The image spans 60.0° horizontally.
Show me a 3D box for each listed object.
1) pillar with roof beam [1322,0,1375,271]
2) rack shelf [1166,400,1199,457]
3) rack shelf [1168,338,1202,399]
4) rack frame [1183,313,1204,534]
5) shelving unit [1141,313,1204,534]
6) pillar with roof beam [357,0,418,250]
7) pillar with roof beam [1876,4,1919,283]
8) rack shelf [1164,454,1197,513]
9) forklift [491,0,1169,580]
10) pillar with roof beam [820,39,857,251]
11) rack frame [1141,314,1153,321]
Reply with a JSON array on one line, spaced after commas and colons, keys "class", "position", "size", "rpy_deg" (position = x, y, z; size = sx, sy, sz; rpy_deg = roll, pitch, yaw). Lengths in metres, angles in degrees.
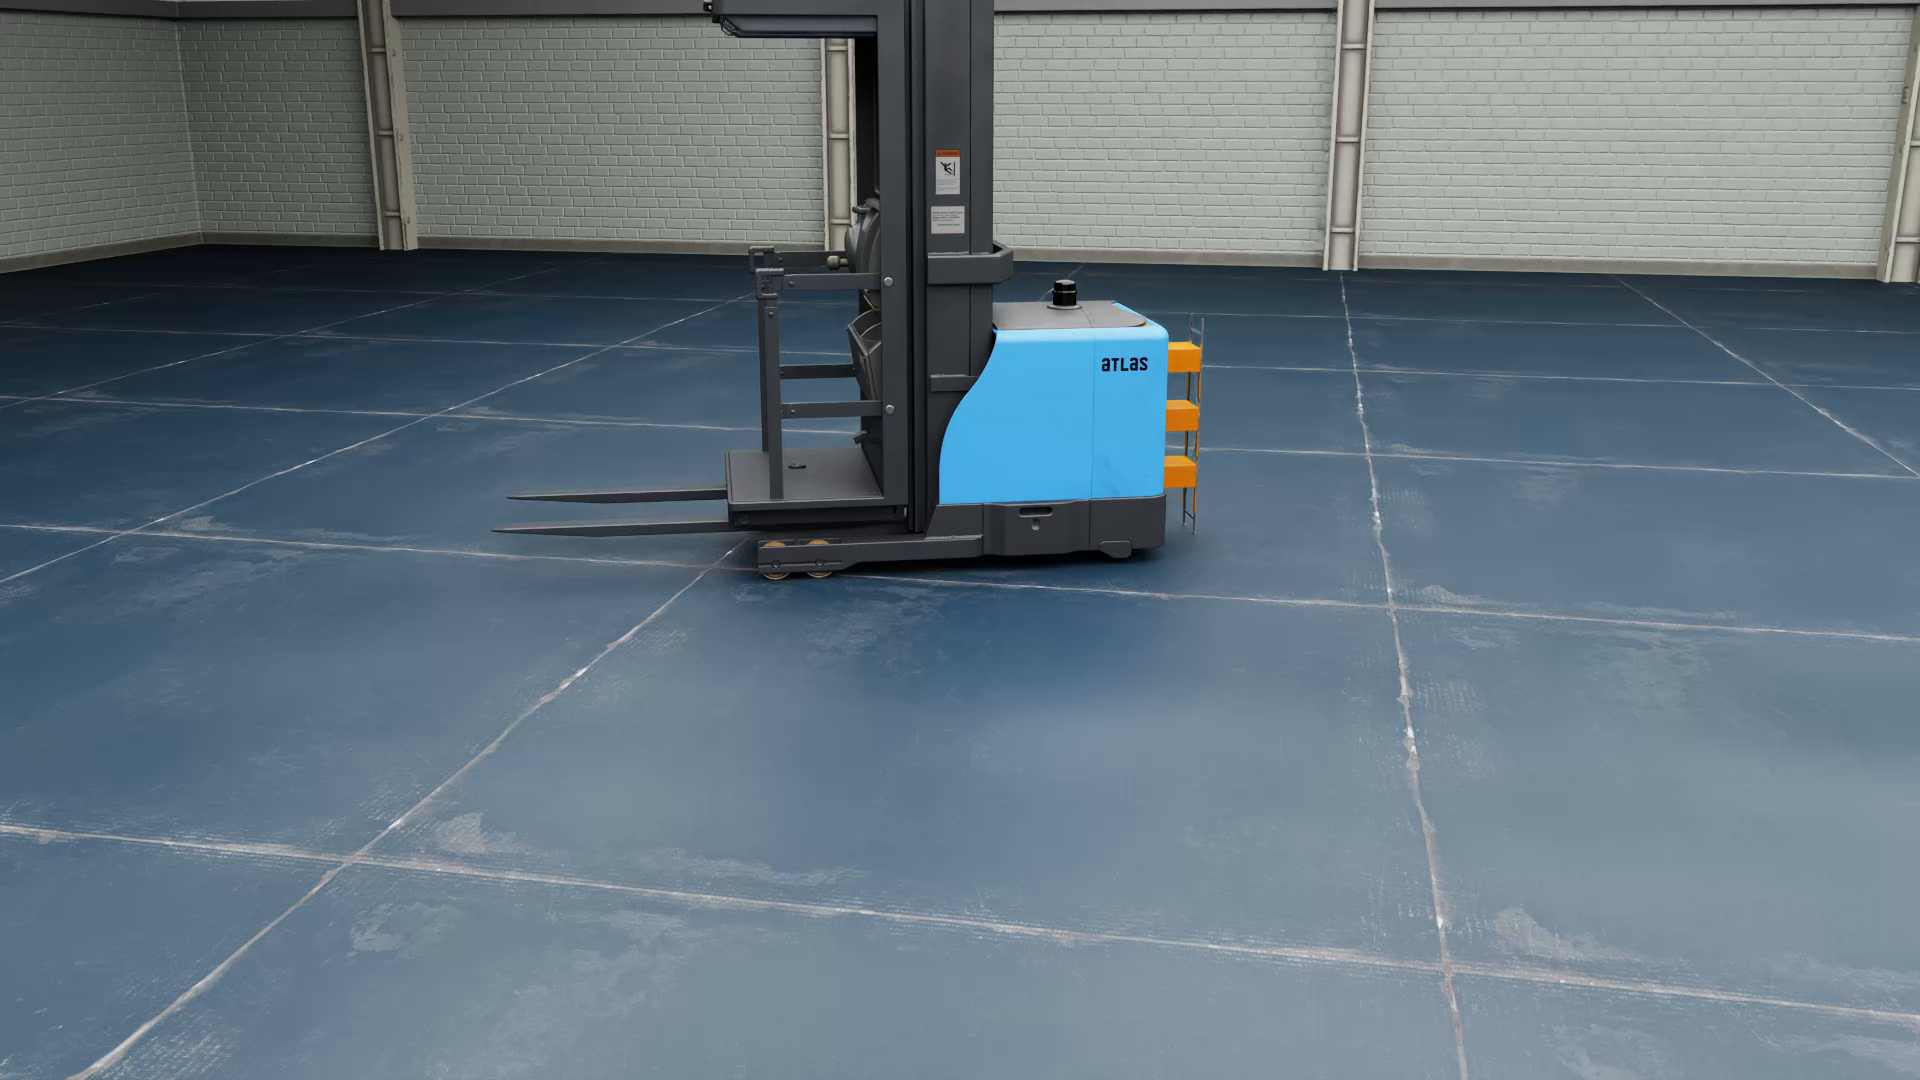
[{"class": "pillar with roof beam", "position": [3.579, -6.376, 14.151], "size": [0.400, 9.000, 9.100], "rpy_deg": [3, 16, 11]}, {"class": "rack shelf", "position": [1.006, -0.545, 8.031], "size": [0.240, 0.259, 0.215], "rpy_deg": [-2, 16, -8]}, {"class": "rack shelf", "position": [1.006, -0.818, 7.956], "size": [0.240, 0.259, 0.215], "rpy_deg": [-2, 16, -8]}, {"class": "rack frame", "position": [1.127, -0.560, 8.046], "size": [0.008, 1.050, 0.200], "rpy_deg": [-2, 16, -8]}, {"class": "shelving unit", "position": [1.006, -0.555, 8.028], "size": [0.252, 1.050, 0.215], "rpy_deg": [-2, 16, -8]}, {"class": "pillar with roof beam", "position": [-8.180, -7.014, 16.456], "size": [0.400, 9.000, 9.100], "rpy_deg": [3, 16, 11]}, {"class": "pillar with roof beam", "position": [9.459, -6.056, 12.999], "size": [0.400, 9.000, 9.100], "rpy_deg": [3, 16, 11]}, {"class": "rack shelf", "position": [1.006, -0.277, 8.105], "size": [0.240, 0.259, 0.215], "rpy_deg": [-2, 16, -8]}, {"class": "forklift", "position": [-0.615, -1.388, 7.512], "size": [3.031, 2.935, 1.130], "rpy_deg": [-2, 16, -8]}, {"class": "pillar with roof beam", "position": [-2.301, -6.695, 15.303], "size": [0.400, 9.000, 9.100], "rpy_deg": [3, 16, 11]}, {"class": "rack frame", "position": [0.886, -0.550, 8.011], "size": [0.008, 1.050, 0.200], "rpy_deg": [-2, 16, -8]}]
